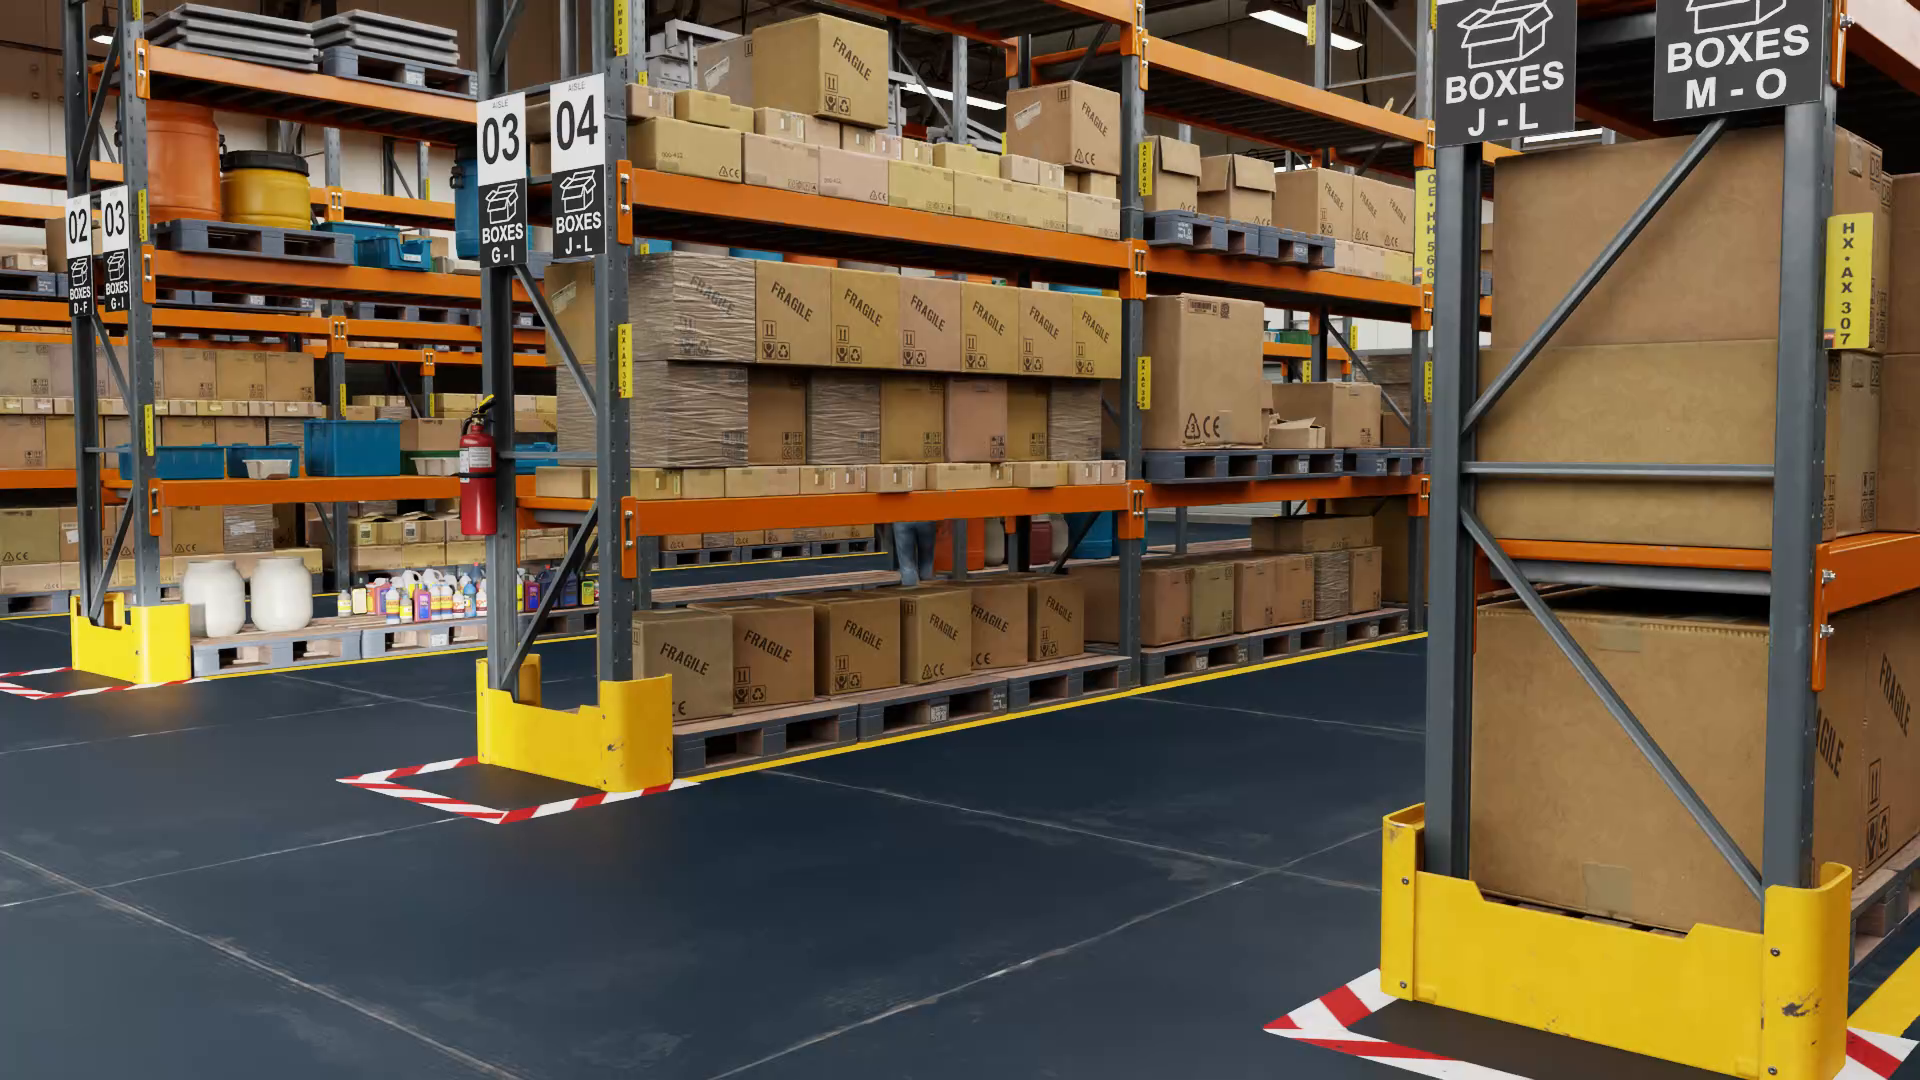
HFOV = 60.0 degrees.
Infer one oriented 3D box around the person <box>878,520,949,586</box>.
[{"bbox_3d":[-0.394,-0.132,14.096,0.589,1.850,0.529,-1,4,-13],"label":"person"}]
